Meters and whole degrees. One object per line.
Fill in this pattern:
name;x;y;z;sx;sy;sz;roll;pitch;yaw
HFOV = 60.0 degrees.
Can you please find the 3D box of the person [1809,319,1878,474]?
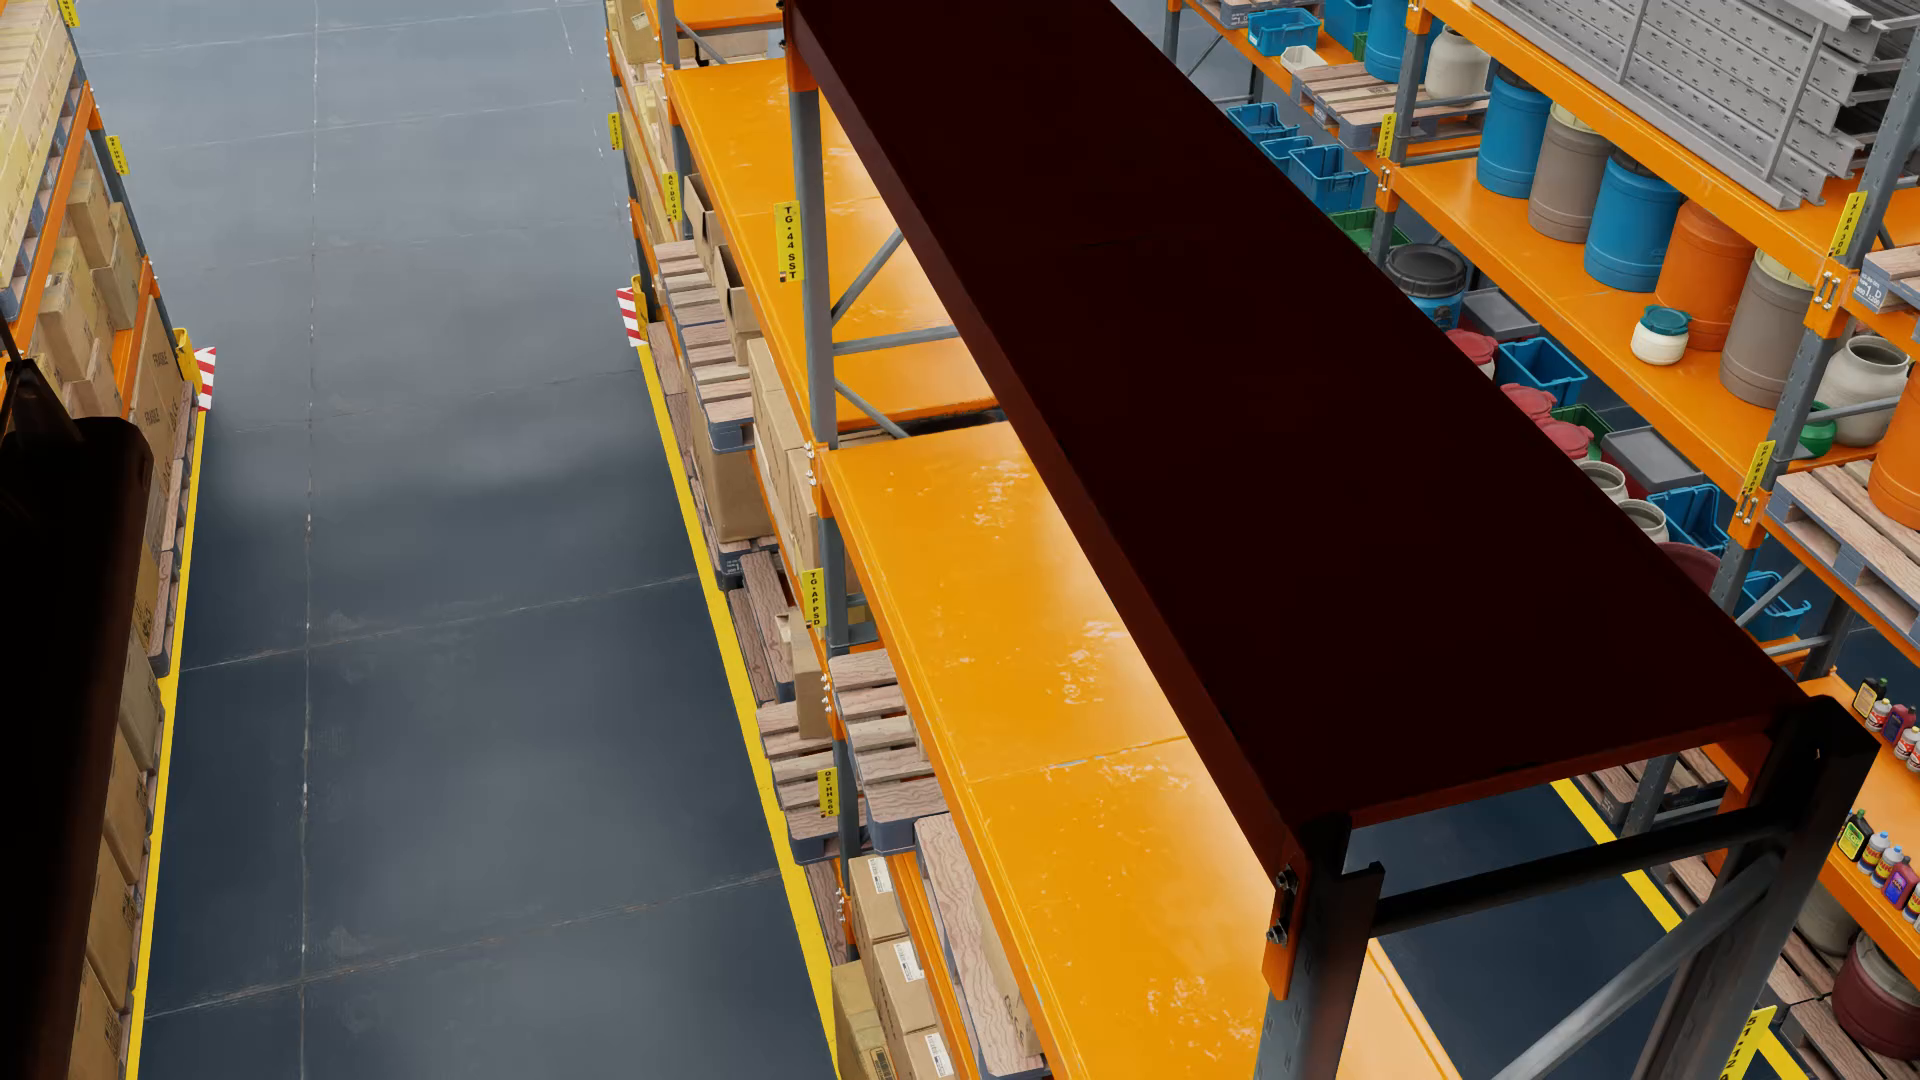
person;6.692;-1.013;12.768;0.509;1.757;0.684;-1;38;-1
